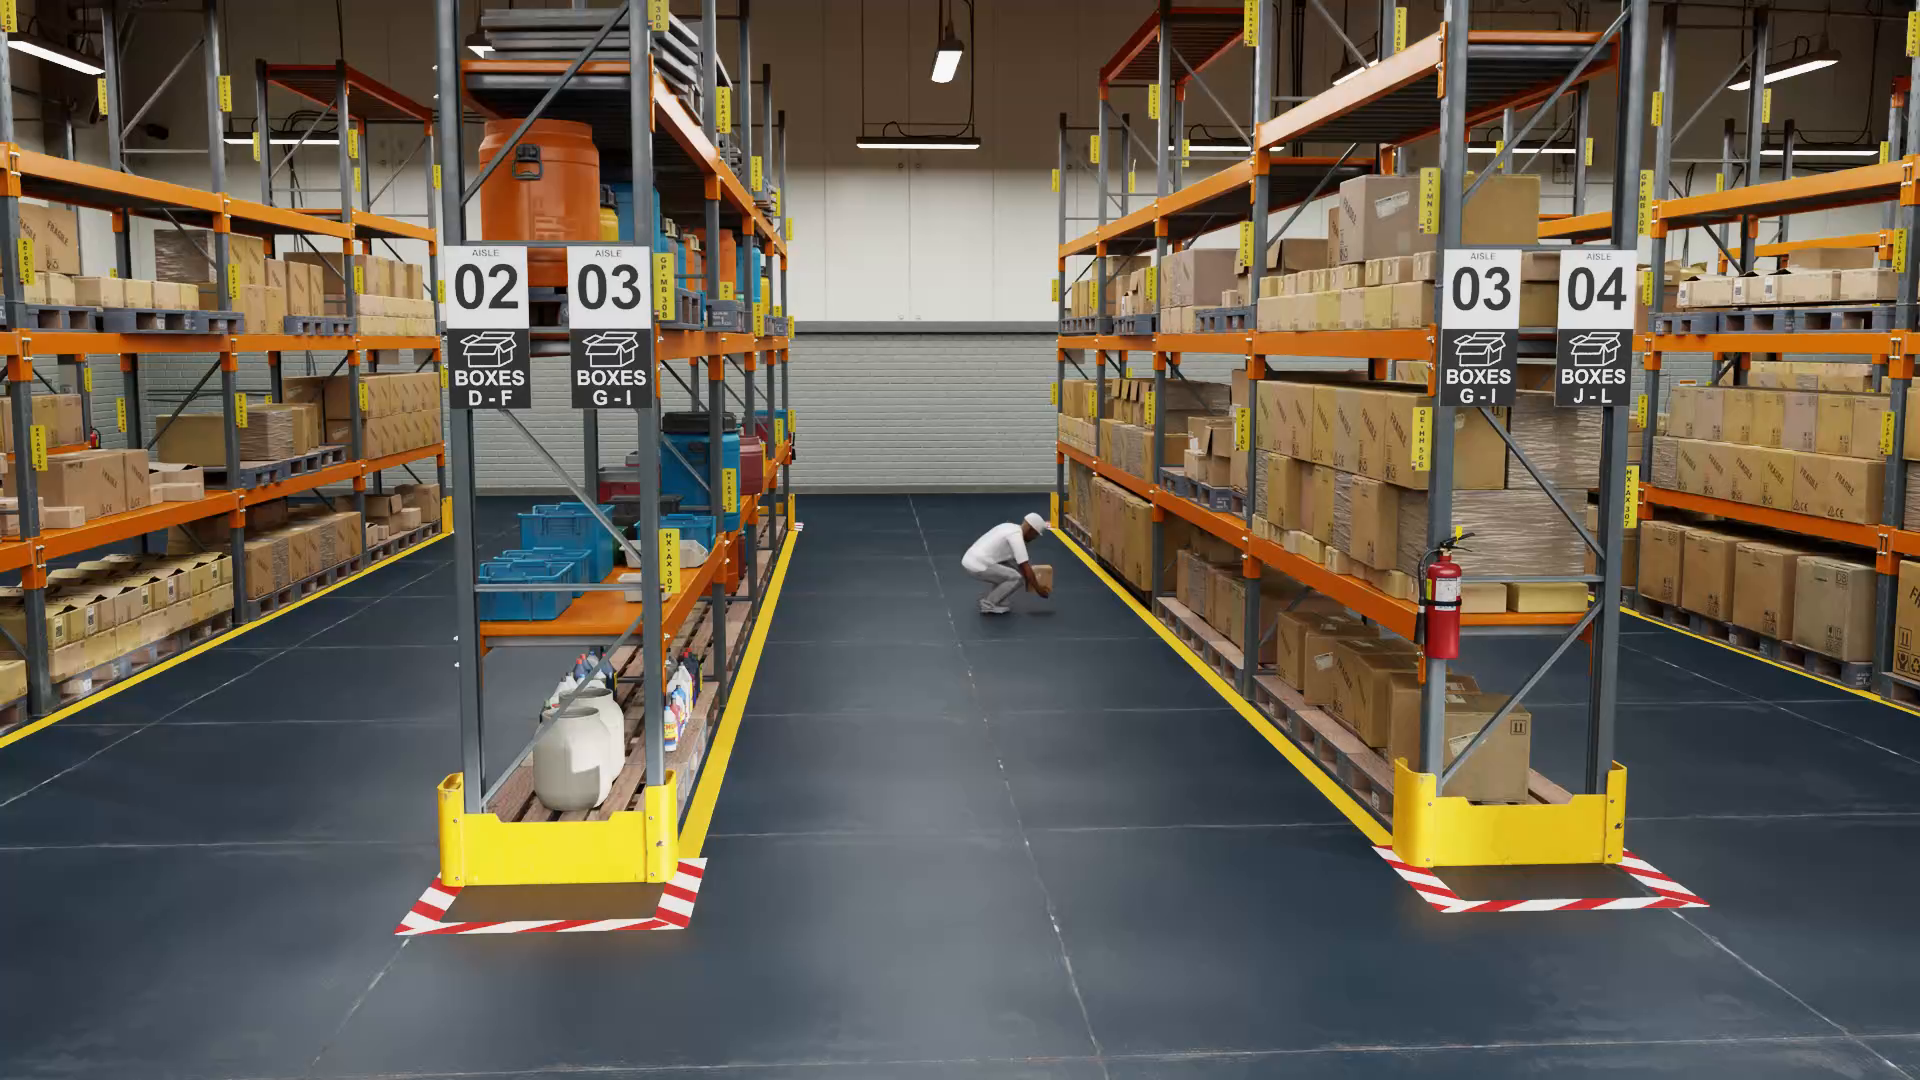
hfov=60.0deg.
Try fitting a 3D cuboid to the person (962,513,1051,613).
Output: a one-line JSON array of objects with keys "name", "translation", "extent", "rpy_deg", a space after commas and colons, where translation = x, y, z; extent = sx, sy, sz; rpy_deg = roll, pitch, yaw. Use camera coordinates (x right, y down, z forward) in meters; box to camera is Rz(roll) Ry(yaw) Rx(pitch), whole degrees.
[{"name": "person", "translation": [0.465, 0.227, 16.999], "extent": [0.894, 1.002, 0.586], "rpy_deg": [0, 7, -4]}]
